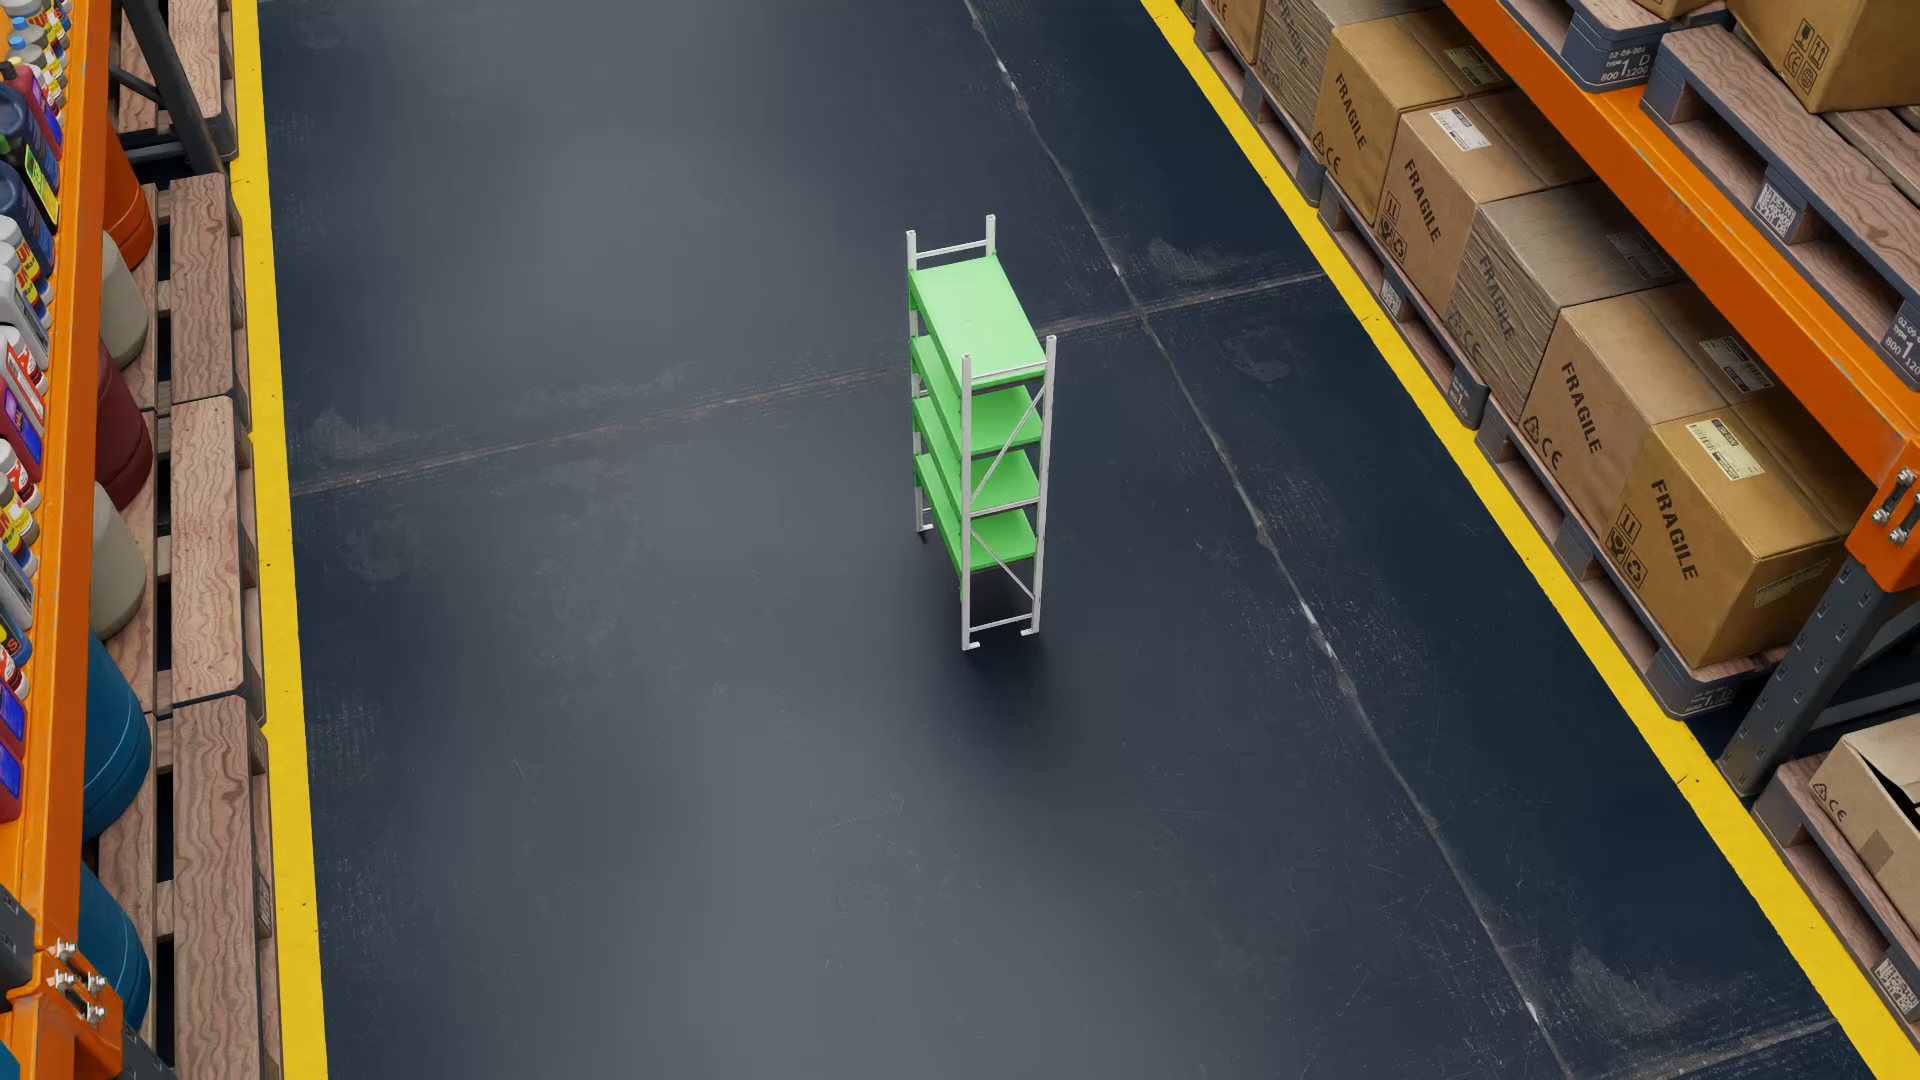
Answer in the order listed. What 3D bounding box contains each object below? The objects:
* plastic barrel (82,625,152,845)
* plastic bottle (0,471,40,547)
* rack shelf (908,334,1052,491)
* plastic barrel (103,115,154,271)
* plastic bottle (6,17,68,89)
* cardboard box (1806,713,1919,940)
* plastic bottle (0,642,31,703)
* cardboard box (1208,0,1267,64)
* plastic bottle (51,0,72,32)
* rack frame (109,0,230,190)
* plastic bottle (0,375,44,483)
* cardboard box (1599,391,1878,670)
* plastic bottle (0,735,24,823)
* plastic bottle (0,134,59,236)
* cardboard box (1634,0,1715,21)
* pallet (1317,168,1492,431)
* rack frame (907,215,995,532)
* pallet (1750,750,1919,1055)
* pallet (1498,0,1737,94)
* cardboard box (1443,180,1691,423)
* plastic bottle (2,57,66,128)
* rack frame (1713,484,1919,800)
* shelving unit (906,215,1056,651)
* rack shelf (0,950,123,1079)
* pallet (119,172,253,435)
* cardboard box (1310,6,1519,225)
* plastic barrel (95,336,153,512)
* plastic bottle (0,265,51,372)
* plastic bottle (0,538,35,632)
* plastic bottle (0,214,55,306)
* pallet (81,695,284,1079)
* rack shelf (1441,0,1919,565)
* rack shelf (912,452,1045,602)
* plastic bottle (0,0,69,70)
[{"bbox_3d":[-2.454,0.339,4.100,0.600,0.901,0.708,-13,51,-11],"label":"plastic barrel"},{"bbox_3d":[-2.018,-0.073,3.479,0.097,0.201,0.097,0,50,0],"label":"plastic bottle"},{"bbox_3d":[0.049,-0.379,4.555,0.258,0.148,0.480,-13,51,-11],"label":"rack shelf"},{"bbox_3d":[-3.122,-1.287,5.518,0.600,0.830,0.708,-13,51,-11],"label":"plastic barrel"},{"bbox_3d":[-2.527,-1.329,4.539,0.097,0.201,0.097,0,50,0],"label":"plastic bottle"},{"bbox_3d":[2.550,0.680,4.186,0.500,0.311,0.500,-13,51,-11],"label":"cardboard box"},{"bbox_3d":[-1.892,0.239,3.217,0.097,0.201,0.097,0,50,0],"label":"plastic bottle"},{"bbox_3d":[1.311,-2.261,6.541,0.500,0.500,0.500,-11,51,-9],"label":"cardboard box"},{"bbox_3d":[-2.613,-1.565,4.692,0.097,0.271,0.097,0,50,0],"label":"plastic bottle"},{"bbox_3d":[-3.283,-2.205,5.147,1.000,3.000,0.127,-13,51,-11],"label":"rack frame"},{"bbox_3d":[-2.064,-0.259,3.582,0.061,0.283,0.133,-13,51,-11],"label":"plastic bottle"},{"bbox_3d":[2.213,-0.032,4.662,0.500,0.500,0.500,-14,51,-11],"label":"cardboard box"},{"bbox_3d":[-1.801,0.390,3.036,0.061,0.283,0.133,-13,51,-11],"label":"plastic bottle"},{"bbox_3d":[-2.324,-0.901,4.124,0.061,0.283,0.133,-13,51,-11],"label":"plastic bottle"},{"bbox_3d":[2.051,-1.845,4.503,0.700,0.500,0.500,-25,54,-20],"label":"cardboard box"},{"bbox_3d":[1.992,-0.980,5.938,1.003,0.211,1.213,-13,51,-11],"label":"pallet"},{"bbox_3d":[-0.023,-0.444,4.840,0.240,1.200,0.015,-13,51,-11],"label":"rack frame"},{"bbox_3d":[2.835,1.000,4.269,1.003,0.211,1.213,-13,51,-11],"label":"pallet"},{"bbox_3d":[2.029,-1.841,4.965,1.003,0.211,1.213,-13,51,-11],"label":"pallet"},{"bbox_3d":[1.927,-0.762,5.277,0.500,0.500,0.500,-13,51,-11],"label":"cardboard box"},{"bbox_3d":[-2.470,-1.187,4.419,0.097,0.201,0.097,0,50,0],"label":"plastic bottle"},{"bbox_3d":[2.633,-0.401,3.626,1.000,3.000,0.127,-13,51,-11],"label":"rack frame"},{"bbox_3d":[0.049,-0.266,4.689,0.258,1.200,0.503,-13,51,-11],"label":"shelving unit"},{"bbox_3d":[-1.509,2.409,1.728,1.077,0.370,4.000,-13,51,-11],"label":"rack shelf"},{"bbox_3d":[-3.010,-0.740,5.735,1.003,0.211,1.213,-13,51,-11],"label":"pallet"},{"bbox_3d":[1.615,-1.512,5.910,0.500,0.500,0.500,-14,51,-11],"label":"cardboard box"},{"bbox_3d":[-2.788,-0.385,4.915,0.600,0.588,0.708,-13,51,-11],"label":"plastic barrel"},{"bbox_3d":[-2.216,-0.513,3.802,0.152,0.276,0.135,-13,51,-11],"label":"plastic bottle"},{"bbox_3d":[-1.981,0.065,3.314,0.152,0.276,0.135,-13,51,-11],"label":"plastic bottle"},{"bbox_3d":[-2.252,-0.674,3.940,0.097,0.271,0.097,0,50,0],"label":"plastic bottle"},{"bbox_3d":[-2.289,1.043,4.233,1.003,0.211,1.213,-13,51,-11],"label":"pallet"},{"bbox_3d":[2.041,-1.629,5.132,1.077,0.370,4.000,-13,51,-11],"label":"rack shelf"},{"bbox_3d":[0.049,-0.070,4.922,0.258,0.148,0.480,-13,51,-11],"label":"rack shelf"},{"bbox_3d":[-2.556,-1.423,4.572,0.097,0.271,0.097,0,50,0],"label":"plastic bottle"}]
